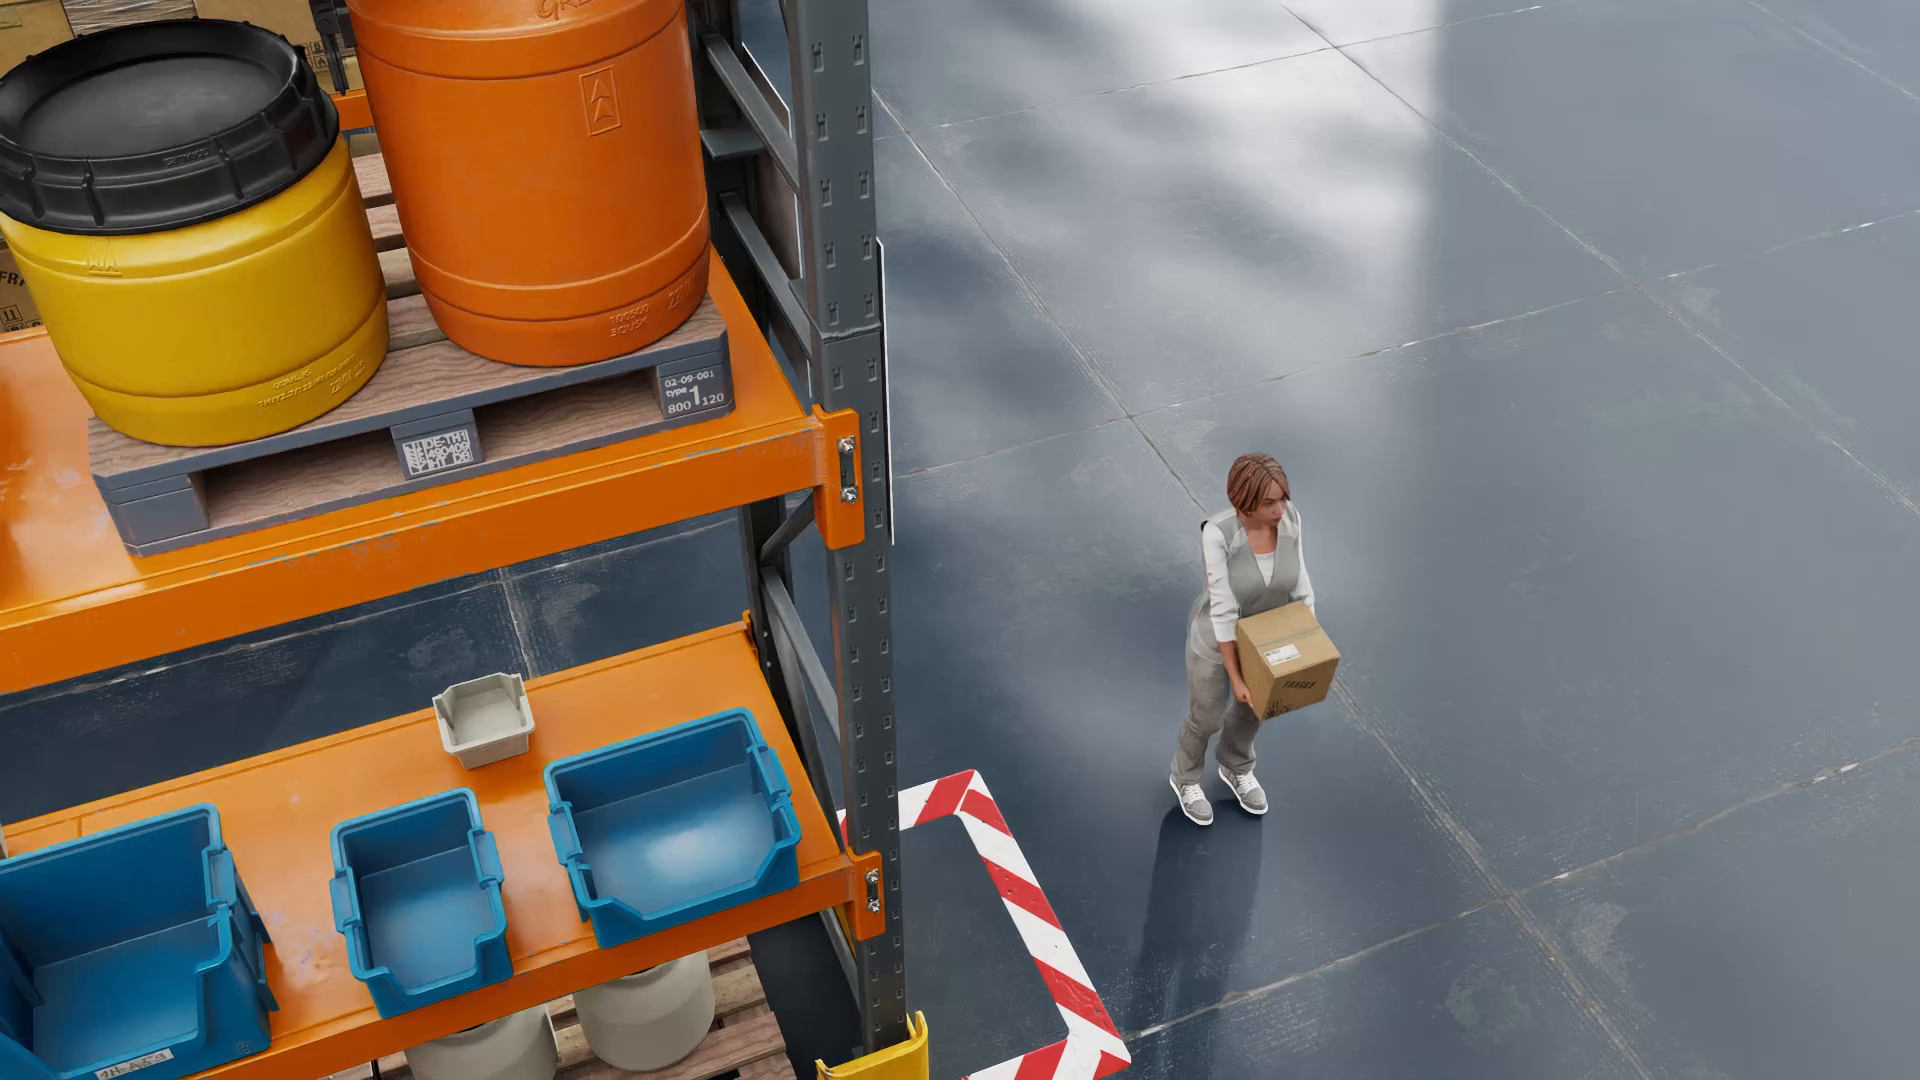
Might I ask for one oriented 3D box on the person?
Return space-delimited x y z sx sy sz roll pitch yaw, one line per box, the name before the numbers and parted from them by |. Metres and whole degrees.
person | 0.998 0.400 5.732 0.383 1.599 0.494 -16 45 -17
